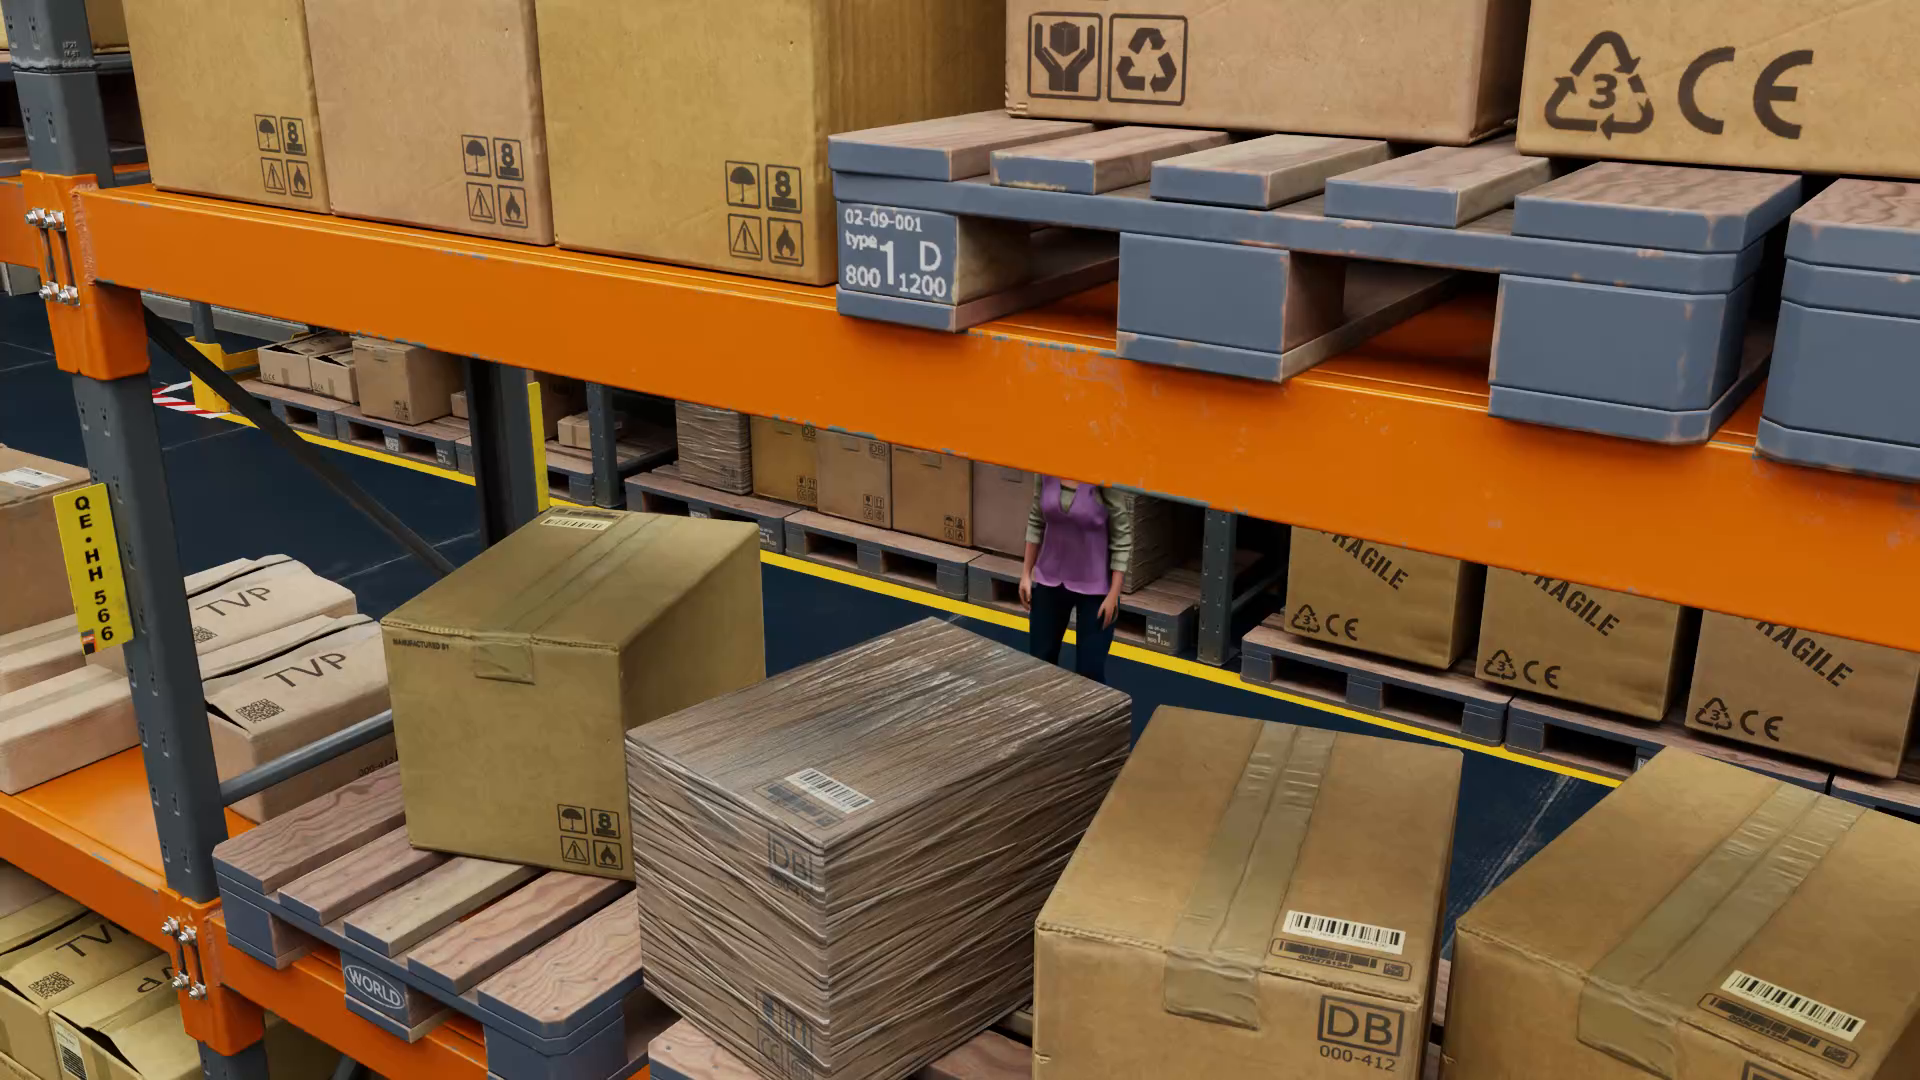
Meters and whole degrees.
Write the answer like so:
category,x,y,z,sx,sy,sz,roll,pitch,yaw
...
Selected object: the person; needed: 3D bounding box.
category,x,y,z,sx,sy,sz,roll,pitch,yaw
person,0.452,0.195,6.555,0.460,1.594,0.336,12,23,30
